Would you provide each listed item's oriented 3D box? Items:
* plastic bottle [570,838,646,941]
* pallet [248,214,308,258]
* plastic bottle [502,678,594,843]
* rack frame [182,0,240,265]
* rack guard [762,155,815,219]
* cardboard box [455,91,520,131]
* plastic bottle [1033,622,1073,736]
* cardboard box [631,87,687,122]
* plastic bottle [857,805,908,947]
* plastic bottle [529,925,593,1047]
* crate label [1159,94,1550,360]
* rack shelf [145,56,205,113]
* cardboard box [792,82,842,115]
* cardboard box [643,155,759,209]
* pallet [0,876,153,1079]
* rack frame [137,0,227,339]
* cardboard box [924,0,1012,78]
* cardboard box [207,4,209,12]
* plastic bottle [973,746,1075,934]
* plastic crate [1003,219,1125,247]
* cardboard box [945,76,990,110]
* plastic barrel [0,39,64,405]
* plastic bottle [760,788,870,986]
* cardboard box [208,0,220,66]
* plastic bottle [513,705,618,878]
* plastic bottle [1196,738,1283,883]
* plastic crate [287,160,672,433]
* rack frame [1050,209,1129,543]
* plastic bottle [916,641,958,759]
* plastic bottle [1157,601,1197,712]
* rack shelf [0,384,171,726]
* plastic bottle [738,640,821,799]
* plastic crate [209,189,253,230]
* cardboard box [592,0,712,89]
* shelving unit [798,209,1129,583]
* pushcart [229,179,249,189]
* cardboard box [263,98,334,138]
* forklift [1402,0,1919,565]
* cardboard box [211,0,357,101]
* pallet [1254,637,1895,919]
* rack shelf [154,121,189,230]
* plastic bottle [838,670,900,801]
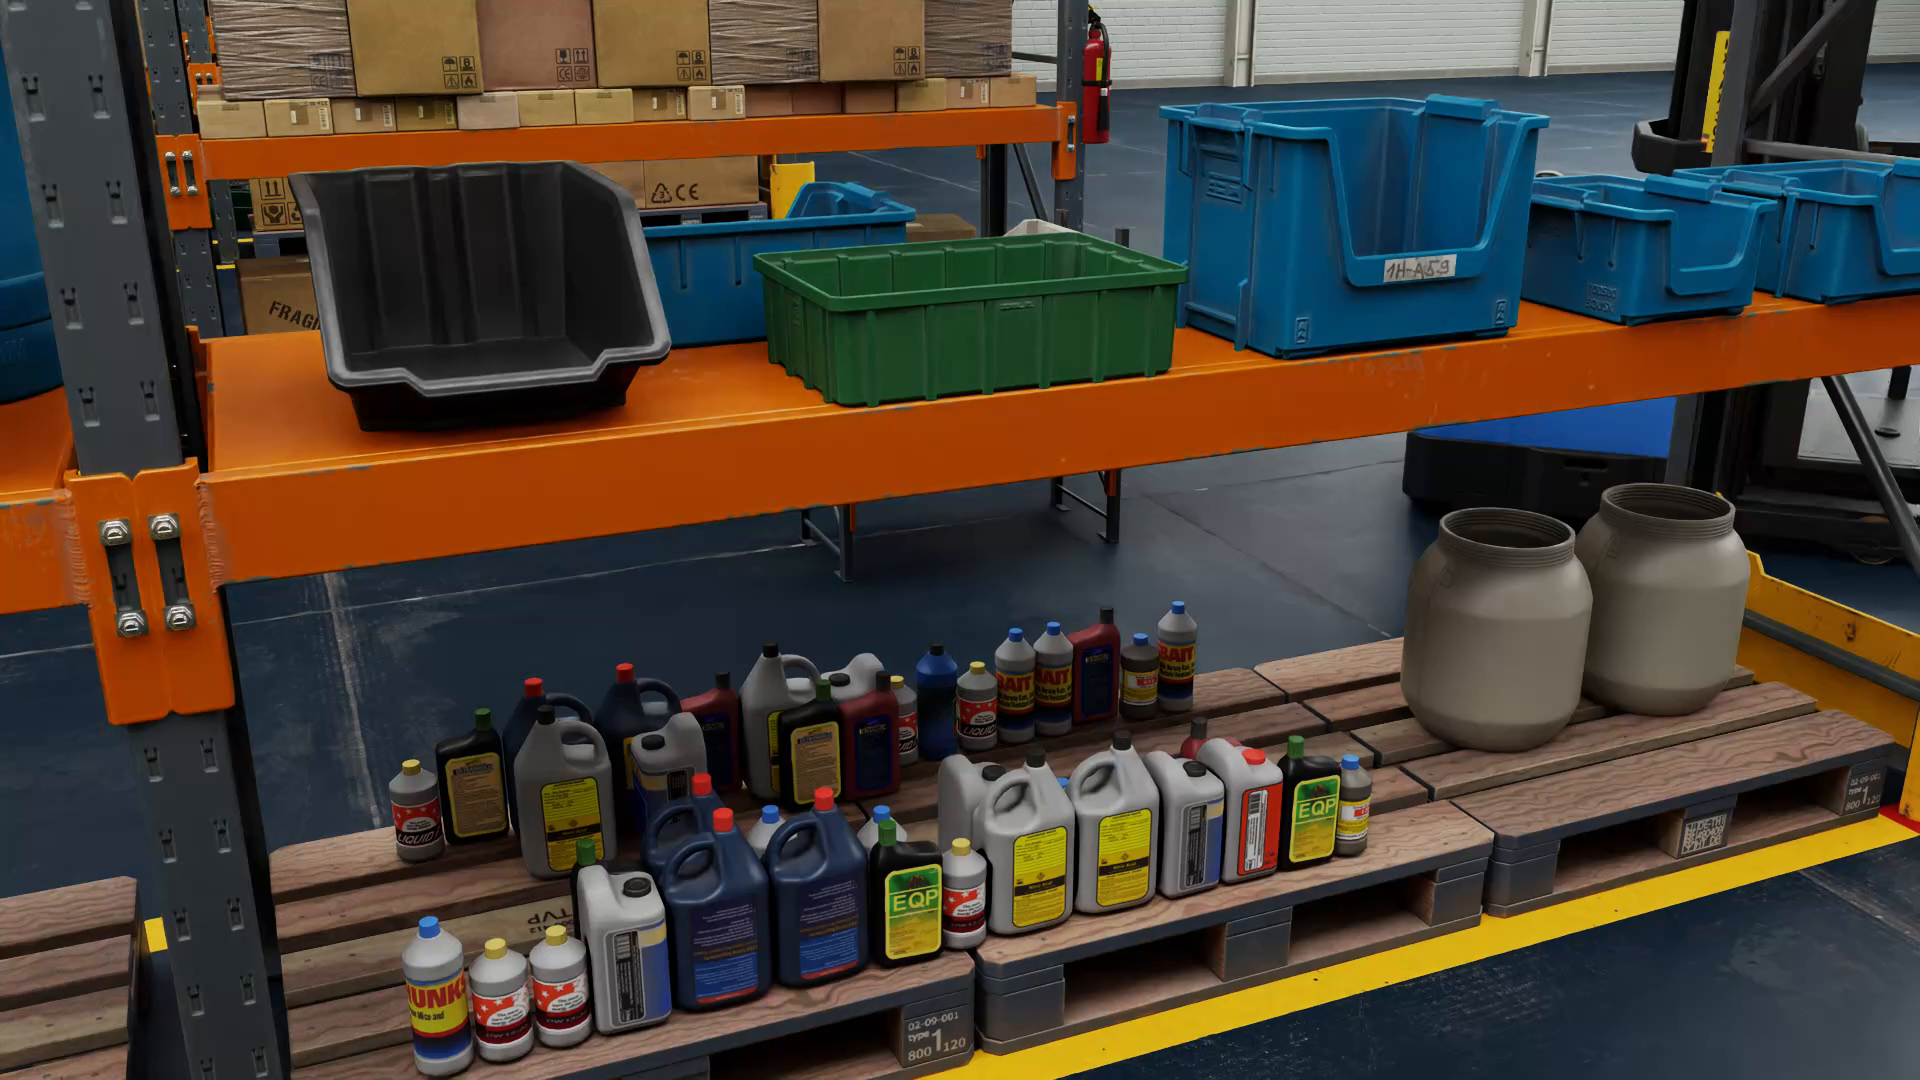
[{"bbox_3d":[-0.636,0.670,3.031,0.133,0.283,0.061,-8,21,-22],"label":"plastic bottle"},{"bbox_3d":[-4.451,-2.210,11.980,1.213,0.211,1.003,-8,21,-22],"label":"pallet"},{"bbox_3d":[-0.869,0.457,3.534,0.185,0.351,0.144,-9,21,-23],"label":"plastic bottle"},{"bbox_3d":[-5.180,-3.449,11.301,0.127,3.000,1.000,-8,21,-22],"label":"rack frame"},{"bbox_3d":[-1.485,-2.799,13.219,0.348,0.500,1.175,-8,21,-22],"label":"rack guard"},{"bbox_3d":[-2.066,-1.867,7.187,0.250,0.149,0.380,-8,21,-22],"label":"cardboard box"},{"bbox_3d":[0.224,0.329,4.016,0.097,0.271,0.097,0,19,0],"label":"plastic bottle"},{"bbox_3d":[-1.408,-1.989,7.533,0.250,0.149,0.380,-8,21,-22],"label":"cardboard box"},{"bbox_3d":[-0.147,0.632,3.157,0.097,0.271,0.097,0,19,0],"label":"plastic bottle"},{"bbox_3d":[-0.693,0.765,2.884,0.097,0.201,0.097,0,19,0],"label":"plastic bottle"},{"bbox_3d":[0.744,-0.631,3.244,0.616,0.435,0.502,-8,21,-22],"label":"crate label"},{"bbox_3d":[-7.016,-2.846,10.673,4.000,0.370,1.077,-8,21,-22],"label":"rack shelf"},{"bbox_3d":[-0.736,-2.101,7.850,0.250,0.149,0.380,-8,21,-22],"label":"cardboard box"},{"bbox_3d":[-2.103,-3.062,12.768,0.875,0.875,0.875,-8,21,-22],"label":"cardboard box"},{"bbox_3d":[-2.052,1.018,2.813,1.213,0.211,1.003,-8,21,-22],"label":"pallet"},{"bbox_3d":[-3.308,-1.923,6.967,0.127,3.000,1.000,-8,21,-22],"label":"rack frame"},{"bbox_3d":[-0.151,-2.573,8.214,0.500,0.500,0.875,-8,21,-22],"label":"cardboard box"},{"bbox_3d":[-6.924,-5.267,15.865,0.500,0.500,0.500,-9,21,-23],"label":"cardboard box"},{"bbox_3d":[0.123,0.569,3.216,0.185,0.351,0.144,-8,21,-22],"label":"plastic bottle"},{"bbox_3d":[0.045,-0.579,3.547,0.437,0.136,0.530,-8,21,-22],"label":"plastic crate"},{"bbox_3d":[-0.045,-2.198,8.125,0.250,0.149,0.380,-8,21,-22],"label":"cardboard box"},{"bbox_3d":[-1.821,-0.691,2.712,0.708,0.901,0.600,-8,21,-22],"label":"plastic barrel"},{"bbox_3d":[-0.267,0.625,3.057,0.185,0.351,0.144,-9,21,-24],"label":"plastic bottle"},{"bbox_3d":[-4.846,-3.572,11.424,0.550,0.550,0.875,-8,21,-22],"label":"cardboard box"},{"bbox_3d":[-0.812,0.501,3.410,0.185,0.351,0.144,-8,21,-22],"label":"plastic bottle"},{"bbox_3d":[0.572,0.539,3.415,0.135,0.276,0.152,-8,21,-22],"label":"plastic bottle"},{"bbox_3d":[-0.815,-0.413,2.773,0.504,0.338,0.767,-8,21,-22],"label":"plastic crate"},{"bbox_3d":[0.461,-0.597,6.023,0.032,1.125,0.500,-8,21,-22],"label":"rack frame"},{"bbox_3d":[-0.054,0.369,3.903,0.097,0.271,0.097,0,19,0],"label":"plastic bottle"},{"bbox_3d":[0.539,0.284,4.144,0.097,0.271,0.097,0,19,0],"label":"plastic bottle"},{"bbox_3d":[-3.182,0.190,2.050,4.000,0.370,1.077,-8,21,-22],"label":"rack shelf"},{"bbox_3d":[-0.396,0.389,3.727,0.185,0.351,0.144,-8,21,-22],"label":"plastic bottle"},{"bbox_3d":[-5.539,-2.572,12.958,0.662,0.188,0.450,2,30,6],"label":"plastic crate"},{"bbox_3d":[-1.502,-2.356,7.597,0.500,0.500,0.875,-8,21,-22],"label":"cardboard box"},{"bbox_3d":[-0.006,-0.530,5.833,1.048,1.125,0.538,-8,21,-22],"label":"shelving unit"},{"bbox_3d":[-6.284,-3.019,14.029,0.936,0.377,1.648,-17,26,-40],"label":"pushcart"},{"bbox_3d":[-2.757,-1.770,6.911,0.250,0.149,0.380,-8,21,-22],"label":"cardboard box"},{"bbox_3d":[3.259,-1.474,5.795,3.031,2.935,1.130,7,20,18],"label":"forklift"},{"bbox_3d":[-2.870,-2.151,7.016,0.500,0.500,0.875,-8,21,-22],"label":"cardboard box"},{"bbox_3d":[1.528,0.506,4.267,1.213,0.211,1.003,-8,21,-22],"label":"pallet"},{"bbox_3d":[-5.144,-1.321,6.339,4.000,0.370,1.077,-8,21,-22],"label":"rack shelf"},{"bbox_3d":[-0.203,0.433,3.703,0.133,0.283,0.061,-8,21,-22],"label":"plastic bottle"}]
